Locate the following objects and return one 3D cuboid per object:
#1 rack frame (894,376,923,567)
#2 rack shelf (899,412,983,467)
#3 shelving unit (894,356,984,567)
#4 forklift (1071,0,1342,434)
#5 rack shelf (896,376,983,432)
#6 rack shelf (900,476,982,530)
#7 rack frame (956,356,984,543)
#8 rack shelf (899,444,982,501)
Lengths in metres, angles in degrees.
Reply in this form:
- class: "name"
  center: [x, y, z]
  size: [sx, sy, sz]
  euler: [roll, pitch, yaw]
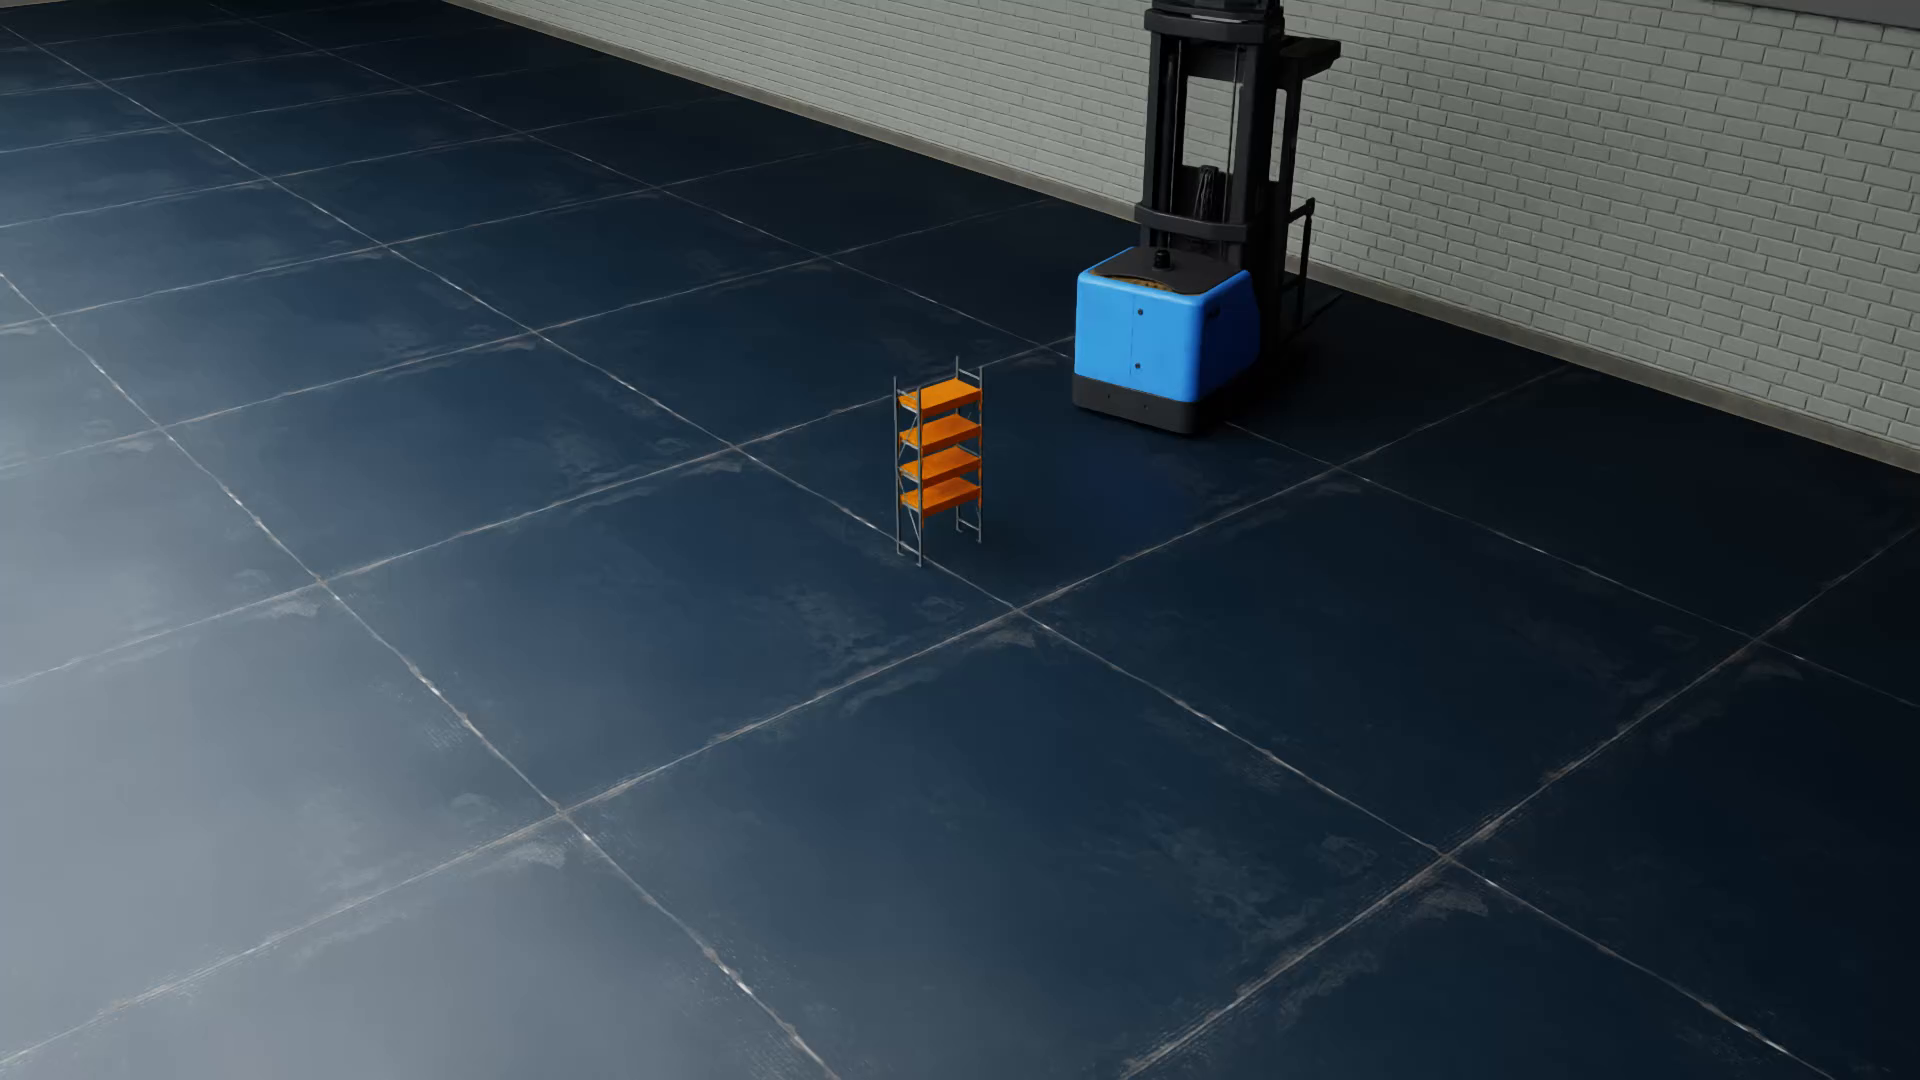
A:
- class: "rack frame"
  center: [-0.312, -0.404, 10.091]
  size: [0.015, 1.200, 0.240]
  euler: [-22, 35, -35]
- class: "rack shelf"
  center: [-0.126, -0.616, 10.157]
  size: [0.480, 0.148, 0.258]
  euler: [-22, 35, -35]
- class: "shelving unit"
  center: [-0.126, -0.479, 10.231]
  size: [0.503, 1.200, 0.258]
  euler: [-22, 35, -35]
- class: "forklift"
  center: [2.086, -2.693, 12.538]
  size: [1.130, 2.935, 3.031]
  euler: [18, 33, 30]
- class: "rack shelf"
  center: [-0.126, -0.825, 10.046]
  size: [0.480, 0.148, 0.258]
  euler: [-22, 35, -35]
- class: "rack shelf"
  center: [-0.126, -0.244, 10.356]
  size: [0.480, 0.148, 0.258]
  euler: [-22, 35, -35]
- class: "rack frame"
  center: [0.060, -0.553, 10.370]
  size: [0.015, 1.200, 0.240]
  euler: [-22, 35, -35]
- class: "rack shelf"
  center: [-0.126, -0.419, 10.262]
  size: [0.480, 0.148, 0.258]
  euler: [-22, 35, -35]
